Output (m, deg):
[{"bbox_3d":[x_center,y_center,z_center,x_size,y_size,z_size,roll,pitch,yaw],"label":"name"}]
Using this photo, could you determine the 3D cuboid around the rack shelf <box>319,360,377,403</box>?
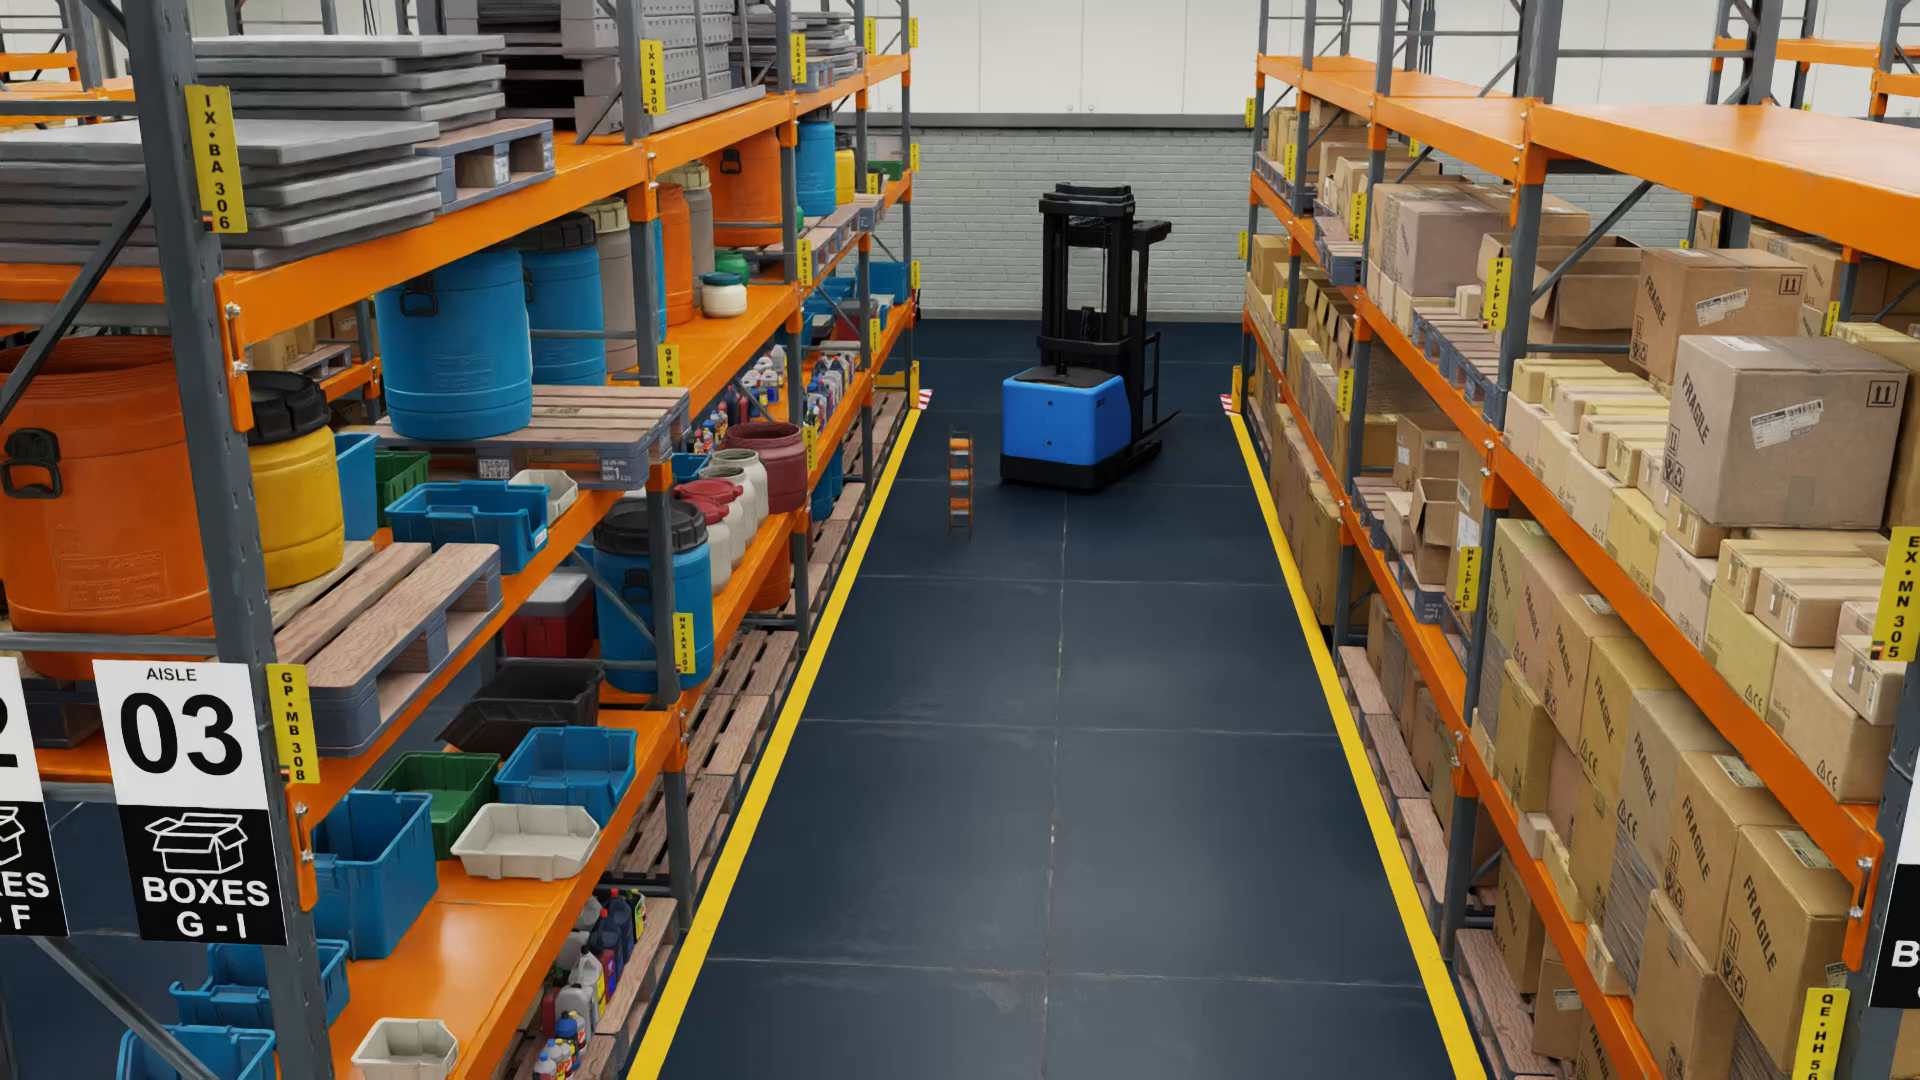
[{"bbox_3d":[-6.450,-0.996,14.627,1.077,0.370,4.000,1,18,4],"label":"rack shelf"}]

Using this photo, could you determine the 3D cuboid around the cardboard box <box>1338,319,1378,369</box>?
[{"bbox_3d":[3.405,-1.447,13.079,0.797,0.503,0.637,2,18,5],"label":"cardboard box"}]

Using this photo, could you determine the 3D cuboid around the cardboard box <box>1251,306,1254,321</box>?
[{"bbox_3d":[3.454,-2.516,18.516,0.380,0.149,0.250,1,18,3],"label":"cardboard box"}]

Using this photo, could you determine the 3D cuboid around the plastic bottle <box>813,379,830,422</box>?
[{"bbox_3d":[-1.185,-1.189,14.140,0.144,0.351,0.185,1,18,4],"label":"plastic bottle"}]

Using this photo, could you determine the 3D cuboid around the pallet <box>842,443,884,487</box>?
[{"bbox_3d":[-1.352,-0.751,17.204,1.003,0.211,1.213,1,18,4],"label":"pallet"}]

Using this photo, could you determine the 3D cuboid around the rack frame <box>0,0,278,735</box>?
[{"bbox_3d":[-2.226,-0.971,3.762,1.000,3.000,0.127,1,18,4],"label":"rack frame"}]

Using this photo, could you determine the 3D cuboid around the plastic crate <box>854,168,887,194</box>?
[{"bbox_3d":[-1.004,-3.590,16.782,0.497,0.269,0.590,1,18,4],"label":"plastic crate"}]

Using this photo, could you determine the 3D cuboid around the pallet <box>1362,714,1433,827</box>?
[{"bbox_3d":[3.140,1.451,10.481,1.003,0.211,1.213,1,18,4],"label":"pallet"}]

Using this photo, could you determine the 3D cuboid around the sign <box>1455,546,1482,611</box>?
[{"bbox_3d":[2.447,0.187,8.004,0.100,0.325,0.005,1,18,4],"label":"sign"}]

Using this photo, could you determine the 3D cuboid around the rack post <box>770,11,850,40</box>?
[{"bbox_3d":[-1.458,-4.401,14.351,0.937,0.300,0.954,1,18,3],"label":"rack post"}]

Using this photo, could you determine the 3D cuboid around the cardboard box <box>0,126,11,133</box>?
[{"bbox_3d":[-10.817,-4.717,18.214,0.500,0.500,0.500,0,18,1],"label":"cardboard box"}]

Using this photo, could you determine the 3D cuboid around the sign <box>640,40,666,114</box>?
[{"bbox_3d":[-1.392,-2.098,7.538,0.100,0.325,0.005,1,18,4],"label":"sign"}]

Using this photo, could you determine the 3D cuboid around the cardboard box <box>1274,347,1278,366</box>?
[{"bbox_3d":[3.287,-1.799,16.327,0.380,0.149,0.250,2,18,5],"label":"cardboard box"}]

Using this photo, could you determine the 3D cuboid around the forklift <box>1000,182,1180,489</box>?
[{"bbox_3d":[1.538,-2.312,17.600,1.130,2.935,3.031,9,20,26],"label":"forklift"}]

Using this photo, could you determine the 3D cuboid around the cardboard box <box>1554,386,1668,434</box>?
[{"bbox_3d":[2.678,-0.533,6.843,0.380,0.149,0.250,1,18,4],"label":"cardboard box"}]

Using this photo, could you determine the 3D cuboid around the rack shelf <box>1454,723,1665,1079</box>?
[{"bbox_3d":[2.857,1.711,6.366,1.077,0.370,4.000,1,18,4],"label":"rack shelf"}]

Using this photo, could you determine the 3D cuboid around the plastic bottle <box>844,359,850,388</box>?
[{"bbox_3d":[-1.098,-1.545,15.347,0.152,0.276,0.135,1,18,4],"label":"plastic bottle"}]

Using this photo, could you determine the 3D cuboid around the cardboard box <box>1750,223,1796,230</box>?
[{"bbox_3d":[8.414,-3.049,17.495,0.500,0.500,0.500,1,18,3],"label":"cardboard box"}]

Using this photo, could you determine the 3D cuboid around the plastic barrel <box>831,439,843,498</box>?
[{"bbox_3d":[-1.422,-0.881,15.817,0.600,0.901,0.708,1,18,4],"label":"plastic barrel"}]

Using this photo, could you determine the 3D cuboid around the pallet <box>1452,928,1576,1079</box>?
[{"bbox_3d":[2.988,2.283,7.945,1.003,0.211,1.213,1,18,4],"label":"pallet"}]

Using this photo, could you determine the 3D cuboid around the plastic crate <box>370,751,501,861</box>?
[{"bbox_3d":[-2.319,1.154,7.253,0.450,0.188,0.662,1,18,4],"label":"plastic crate"}]

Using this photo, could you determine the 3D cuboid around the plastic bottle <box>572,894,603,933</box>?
[{"bbox_3d":[-1.842,1.891,8.211,0.144,0.351,0.185,1,18,4],"label":"plastic bottle"}]

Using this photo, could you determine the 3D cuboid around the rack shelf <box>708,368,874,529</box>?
[{"bbox_3d":[-1.510,-0.884,14.286,1.077,0.370,4.000,1,18,4],"label":"rack shelf"}]

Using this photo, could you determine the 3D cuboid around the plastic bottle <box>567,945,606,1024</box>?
[{"bbox_3d":[-1.735,2.054,7.713,0.144,0.351,0.185,1,18,4],"label":"plastic bottle"}]

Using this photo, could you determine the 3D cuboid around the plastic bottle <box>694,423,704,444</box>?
[{"bbox_3d":[-2.033,-0.756,12.928,0.061,0.283,0.133,1,18,4],"label":"plastic bottle"}]

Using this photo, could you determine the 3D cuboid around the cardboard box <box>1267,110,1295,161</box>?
[{"bbox_3d":[3.716,-4.364,17.938,0.700,0.500,0.500,1,18,2],"label":"cardboard box"}]

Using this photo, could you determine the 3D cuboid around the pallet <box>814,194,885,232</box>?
[{"bbox_3d":[-1.325,-2.937,14.882,1.213,0.211,1.003,1,18,4],"label":"pallet"}]

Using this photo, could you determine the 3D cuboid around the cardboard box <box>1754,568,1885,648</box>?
[{"bbox_3d":[2.468,0.188,4.642,0.380,0.149,0.250,0,18,2],"label":"cardboard box"}]

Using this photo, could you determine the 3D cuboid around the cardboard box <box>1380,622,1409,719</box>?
[{"bbox_3d":[3.232,0.866,11.099,0.700,0.500,0.500,0,18,-1],"label":"cardboard box"}]

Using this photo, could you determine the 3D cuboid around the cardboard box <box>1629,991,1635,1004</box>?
[{"bbox_3d":[2.602,1.628,5.868,0.380,0.149,0.250,1,18,4],"label":"cardboard box"}]

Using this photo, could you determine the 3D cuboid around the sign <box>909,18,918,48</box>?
[{"bbox_3d":[-0.530,-5.780,18.955,0.100,0.325,0.005,1,18,4],"label":"sign"}]

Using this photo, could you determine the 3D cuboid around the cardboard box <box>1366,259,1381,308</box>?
[{"bbox_3d":[3.000,-1.708,11.069,0.500,0.250,0.500,2,18,5],"label":"cardboard box"}]

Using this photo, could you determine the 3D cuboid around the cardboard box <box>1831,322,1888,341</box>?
[{"bbox_3d":[8.027,-1.845,14.838,0.380,0.149,0.250,2,18,7],"label":"cardboard box"}]

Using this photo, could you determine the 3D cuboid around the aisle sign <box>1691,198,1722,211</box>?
[{"bbox_3d":[8.507,-4.101,18.775,0.394,0.787,0.004,1,18,4],"label":"aisle sign"}]

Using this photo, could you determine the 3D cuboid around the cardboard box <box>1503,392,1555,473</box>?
[{"bbox_3d":[2.713,-0.472,7.297,0.500,0.250,0.500,1,18,2],"label":"cardboard box"}]

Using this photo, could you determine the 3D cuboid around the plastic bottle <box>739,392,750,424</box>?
[{"bbox_3d":[-1.810,-1.094,13.958,0.061,0.283,0.133,1,18,4],"label":"plastic bottle"}]

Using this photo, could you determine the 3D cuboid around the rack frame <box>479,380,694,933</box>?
[{"bbox_3d":[-1.940,0.638,8.487,1.000,3.000,0.127,1,18,4],"label":"rack frame"}]

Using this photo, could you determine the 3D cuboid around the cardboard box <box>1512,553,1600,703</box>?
[{"bbox_3d":[2.680,0.374,7.049,0.500,0.500,0.500,1,18,4],"label":"cardboard box"}]

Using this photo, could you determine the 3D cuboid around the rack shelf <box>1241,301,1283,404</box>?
[{"bbox_3d":[3.717,-2.016,17.740,1.077,0.370,4.000,1,18,4],"label":"rack shelf"}]

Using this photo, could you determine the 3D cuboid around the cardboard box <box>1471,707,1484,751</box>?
[{"bbox_3d":[2.685,0.928,8.005,0.380,0.149,0.250,1,18,4],"label":"cardboard box"}]

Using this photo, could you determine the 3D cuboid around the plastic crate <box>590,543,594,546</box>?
[{"bbox_3d":[-2.096,0.191,10.190,0.450,0.188,0.662,1,18,4],"label":"plastic crate"}]

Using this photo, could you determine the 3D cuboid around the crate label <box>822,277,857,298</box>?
[{"bbox_3d":[-1.425,-2.969,19.666,0.416,0.233,0.303,1,18,4],"label":"crate label"}]

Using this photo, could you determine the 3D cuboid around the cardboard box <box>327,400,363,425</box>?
[{"bbox_3d":[-6.549,-1.163,17.291,0.500,0.500,0.500,1,18,4],"label":"cardboard box"}]

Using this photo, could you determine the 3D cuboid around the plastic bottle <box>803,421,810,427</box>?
[{"bbox_3d":[-1.266,-0.817,13.124,0.152,0.276,0.135,1,18,4],"label":"plastic bottle"}]

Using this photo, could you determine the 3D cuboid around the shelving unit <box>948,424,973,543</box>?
[{"bbox_3d":[0.004,-0.516,15.137,0.215,1.050,0.252,1,18,4],"label":"shelving unit"}]

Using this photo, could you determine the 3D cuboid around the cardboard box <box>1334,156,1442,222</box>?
[{"bbox_3d":[3.412,-2.803,13.330,0.797,0.503,0.637,1,18,3],"label":"cardboard box"}]

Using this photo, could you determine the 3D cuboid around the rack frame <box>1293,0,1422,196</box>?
[{"bbox_3d":[3.574,-4.587,14.798,1.000,3.000,0.127,1,18,4],"label":"rack frame"}]

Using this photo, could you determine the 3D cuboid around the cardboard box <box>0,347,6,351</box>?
[{"bbox_3d":[-11.173,-2.140,19.262,0.380,0.149,0.250,2,18,5],"label":"cardboard box"}]

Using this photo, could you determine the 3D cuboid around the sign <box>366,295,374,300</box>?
[{"bbox_3d":[-5.753,-2.498,16.196,0.100,0.325,0.005,1,18,4],"label":"sign"}]

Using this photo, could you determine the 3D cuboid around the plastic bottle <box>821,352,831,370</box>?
[{"bbox_3d":[-1.249,-1.534,15.194,0.144,0.351,0.185,1,18,4],"label":"plastic bottle"}]

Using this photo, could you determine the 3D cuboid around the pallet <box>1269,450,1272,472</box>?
[{"bbox_3d":[3.707,-0.646,16.882,1.003,0.211,1.213,1,18,4],"label":"pallet"}]

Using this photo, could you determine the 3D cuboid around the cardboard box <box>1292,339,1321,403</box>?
[{"bbox_3d":[3.257,-1.491,14.821,0.500,0.500,0.500,1,18,4],"label":"cardboard box"}]

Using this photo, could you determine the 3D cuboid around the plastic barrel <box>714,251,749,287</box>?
[{"bbox_3d":[-1.620,-1.879,11.598,0.294,0.245,0.294,0,18,0],"label":"plastic barrel"}]

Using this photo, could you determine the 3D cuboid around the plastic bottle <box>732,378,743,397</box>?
[{"bbox_3d":[-1.892,-1.219,14.232,0.144,0.351,0.185,1,18,4],"label":"plastic bottle"}]

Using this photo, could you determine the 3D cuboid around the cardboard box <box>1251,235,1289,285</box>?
[{"bbox_3d":[3.521,-3.107,18.473,0.500,0.500,0.500,1,18,3],"label":"cardboard box"}]

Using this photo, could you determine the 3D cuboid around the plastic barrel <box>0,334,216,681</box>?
[{"bbox_3d":[-2.318,-0.103,4.566,0.600,0.830,0.708,1,18,4],"label":"plastic barrel"}]
